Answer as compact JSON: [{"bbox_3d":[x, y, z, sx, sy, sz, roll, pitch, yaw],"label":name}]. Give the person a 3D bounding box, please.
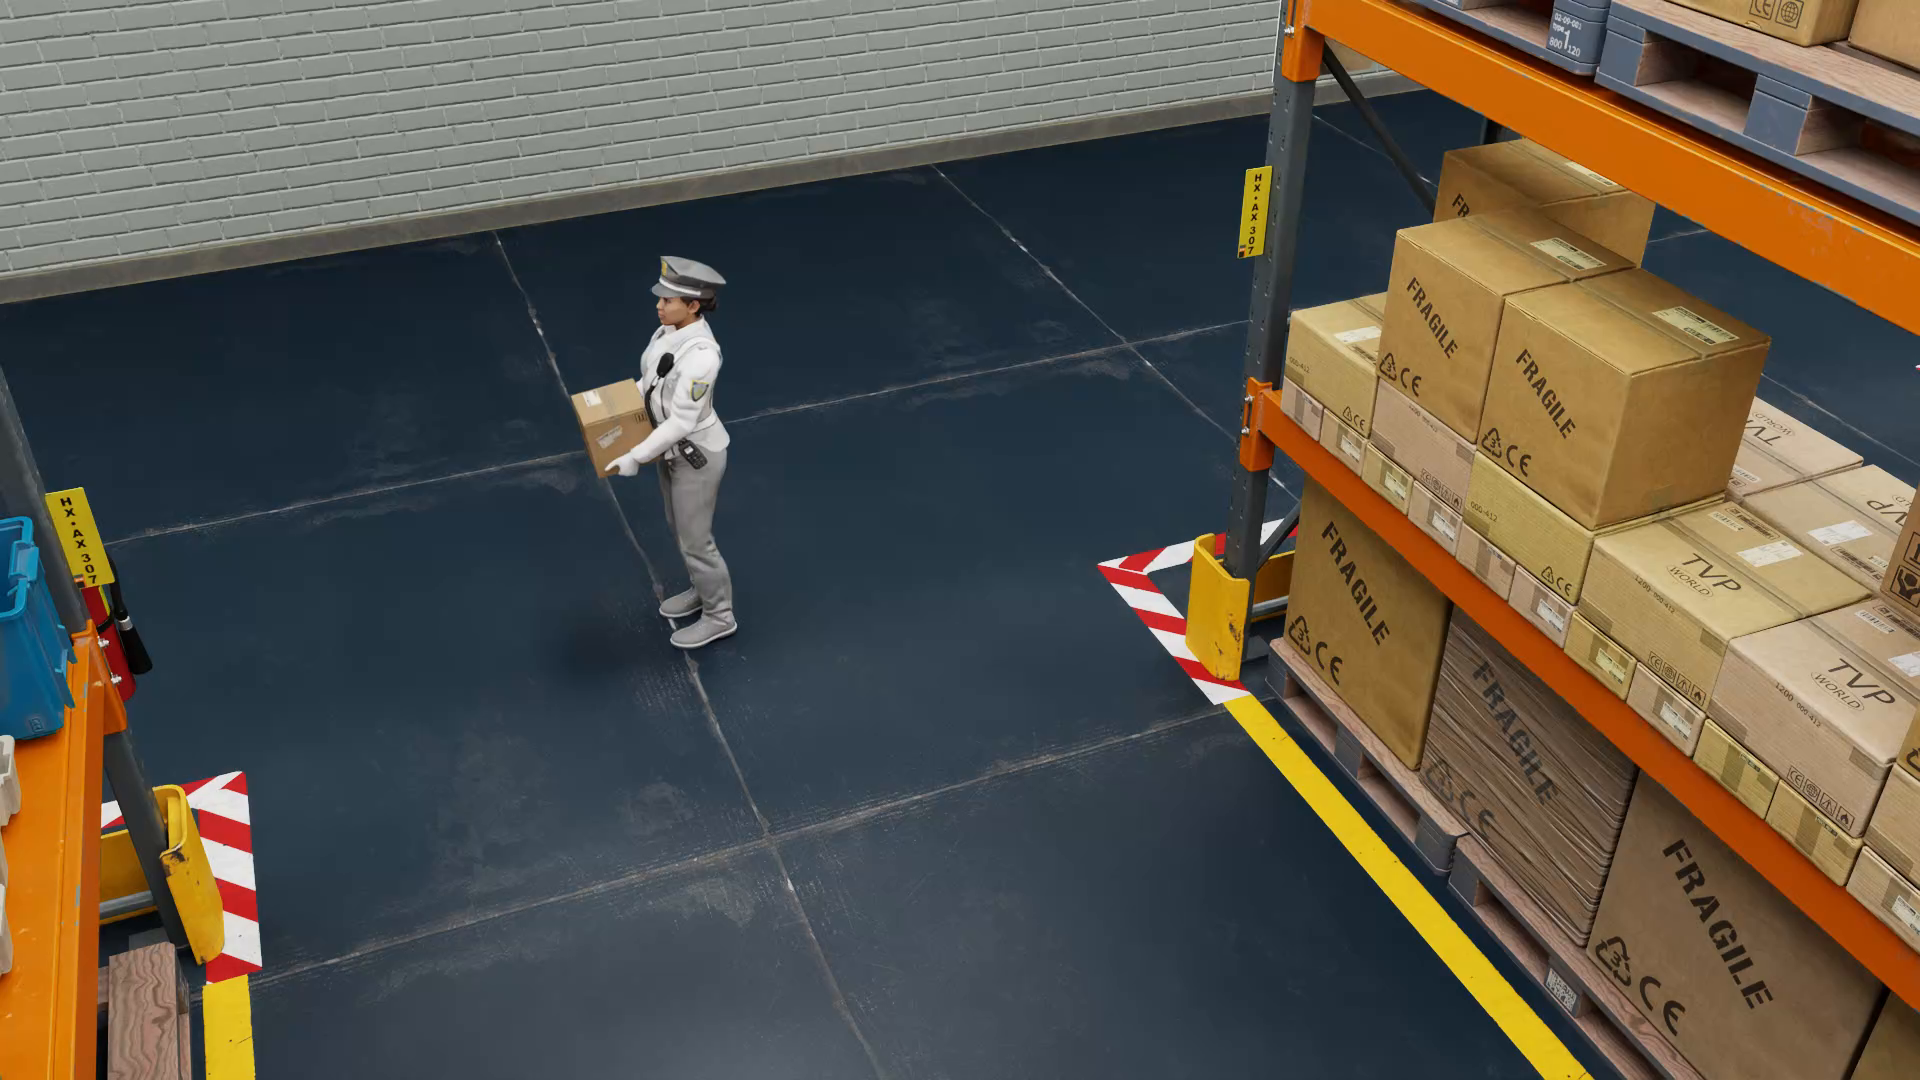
[{"bbox_3d":[-1.159,-0.341,6.631,0.554,1.685,0.459,-12,36,-18],"label":"person"}]
